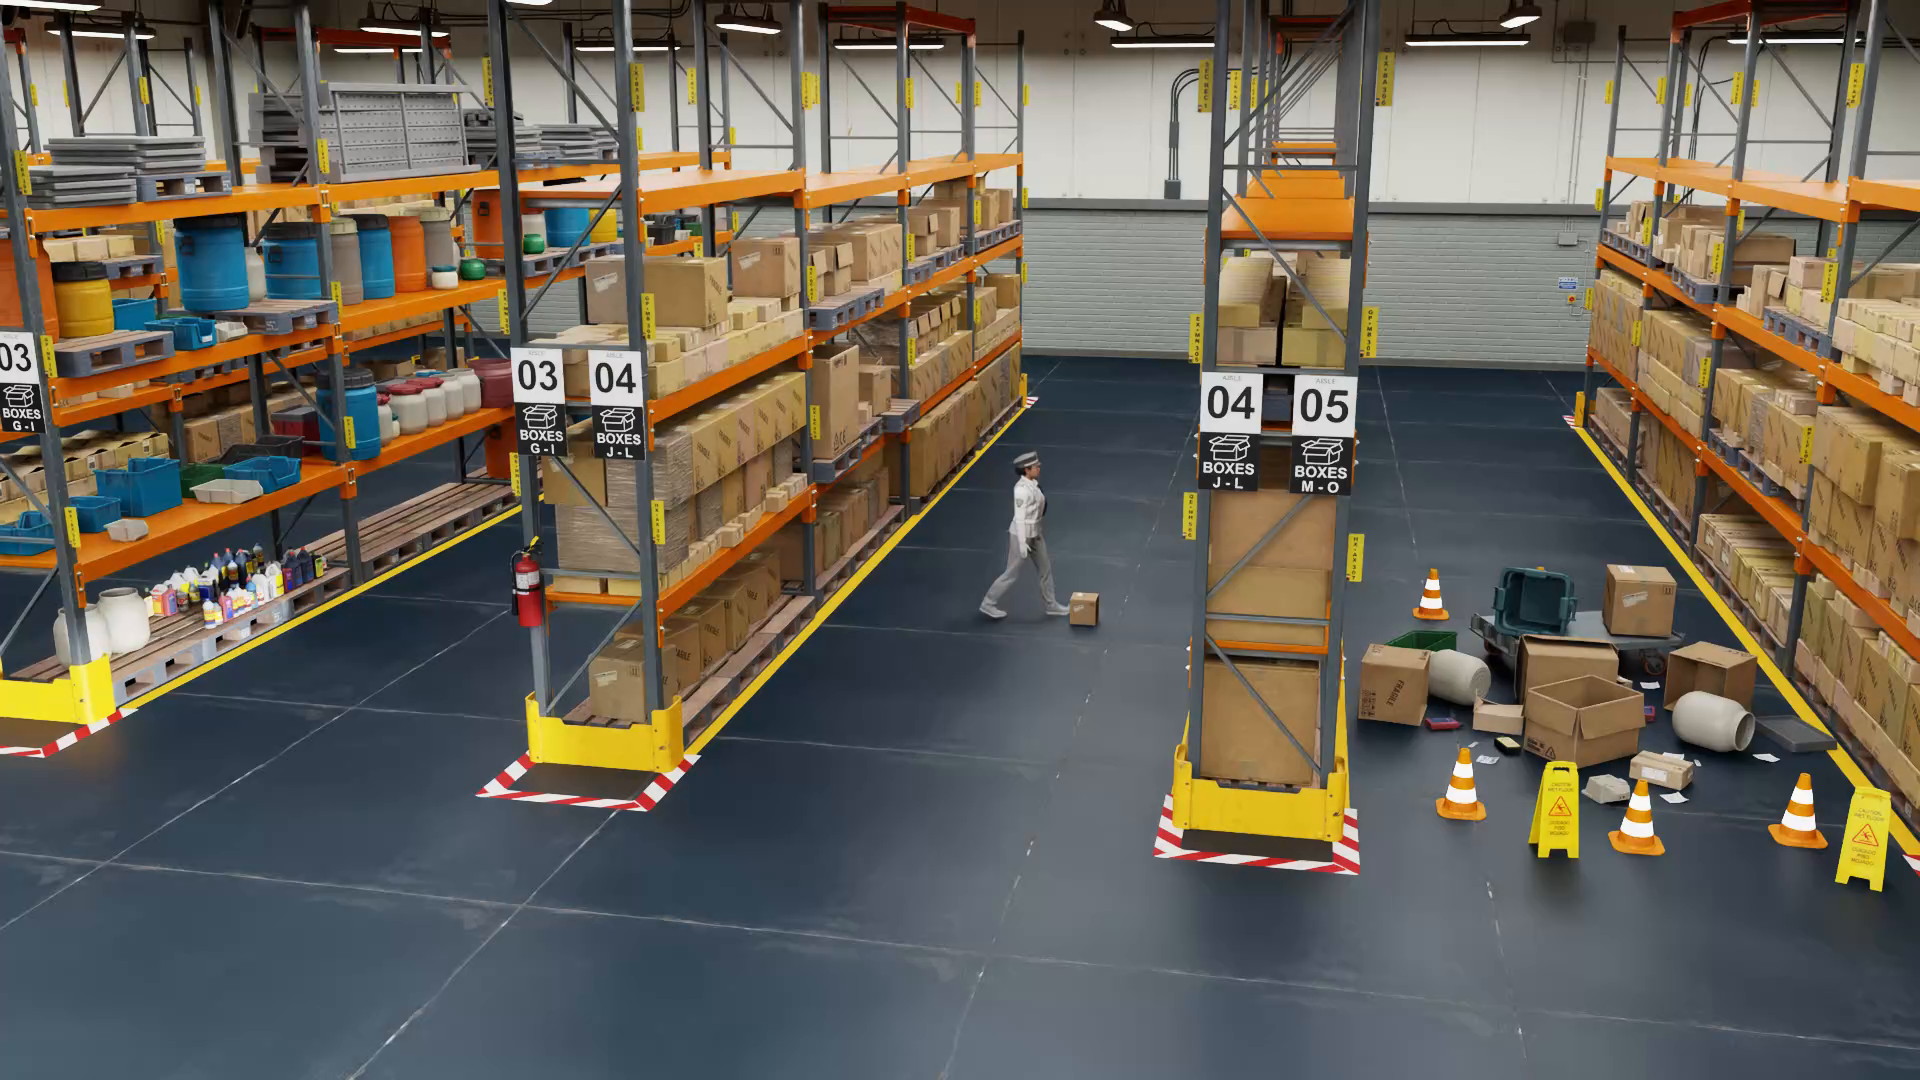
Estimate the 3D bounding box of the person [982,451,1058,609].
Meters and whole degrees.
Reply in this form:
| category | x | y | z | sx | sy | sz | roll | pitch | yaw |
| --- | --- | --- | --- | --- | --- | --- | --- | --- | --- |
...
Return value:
| category | x | y | z | sx | sy | sz | roll | pitch | yaw |
| --- | --- | --- | --- | --- | --- | --- | --- | --- | --- |
| person | 0.593 | -0.078 | 16.140 | 0.703 | 1.601 | 0.488 | 4 | 15 | 16 |
